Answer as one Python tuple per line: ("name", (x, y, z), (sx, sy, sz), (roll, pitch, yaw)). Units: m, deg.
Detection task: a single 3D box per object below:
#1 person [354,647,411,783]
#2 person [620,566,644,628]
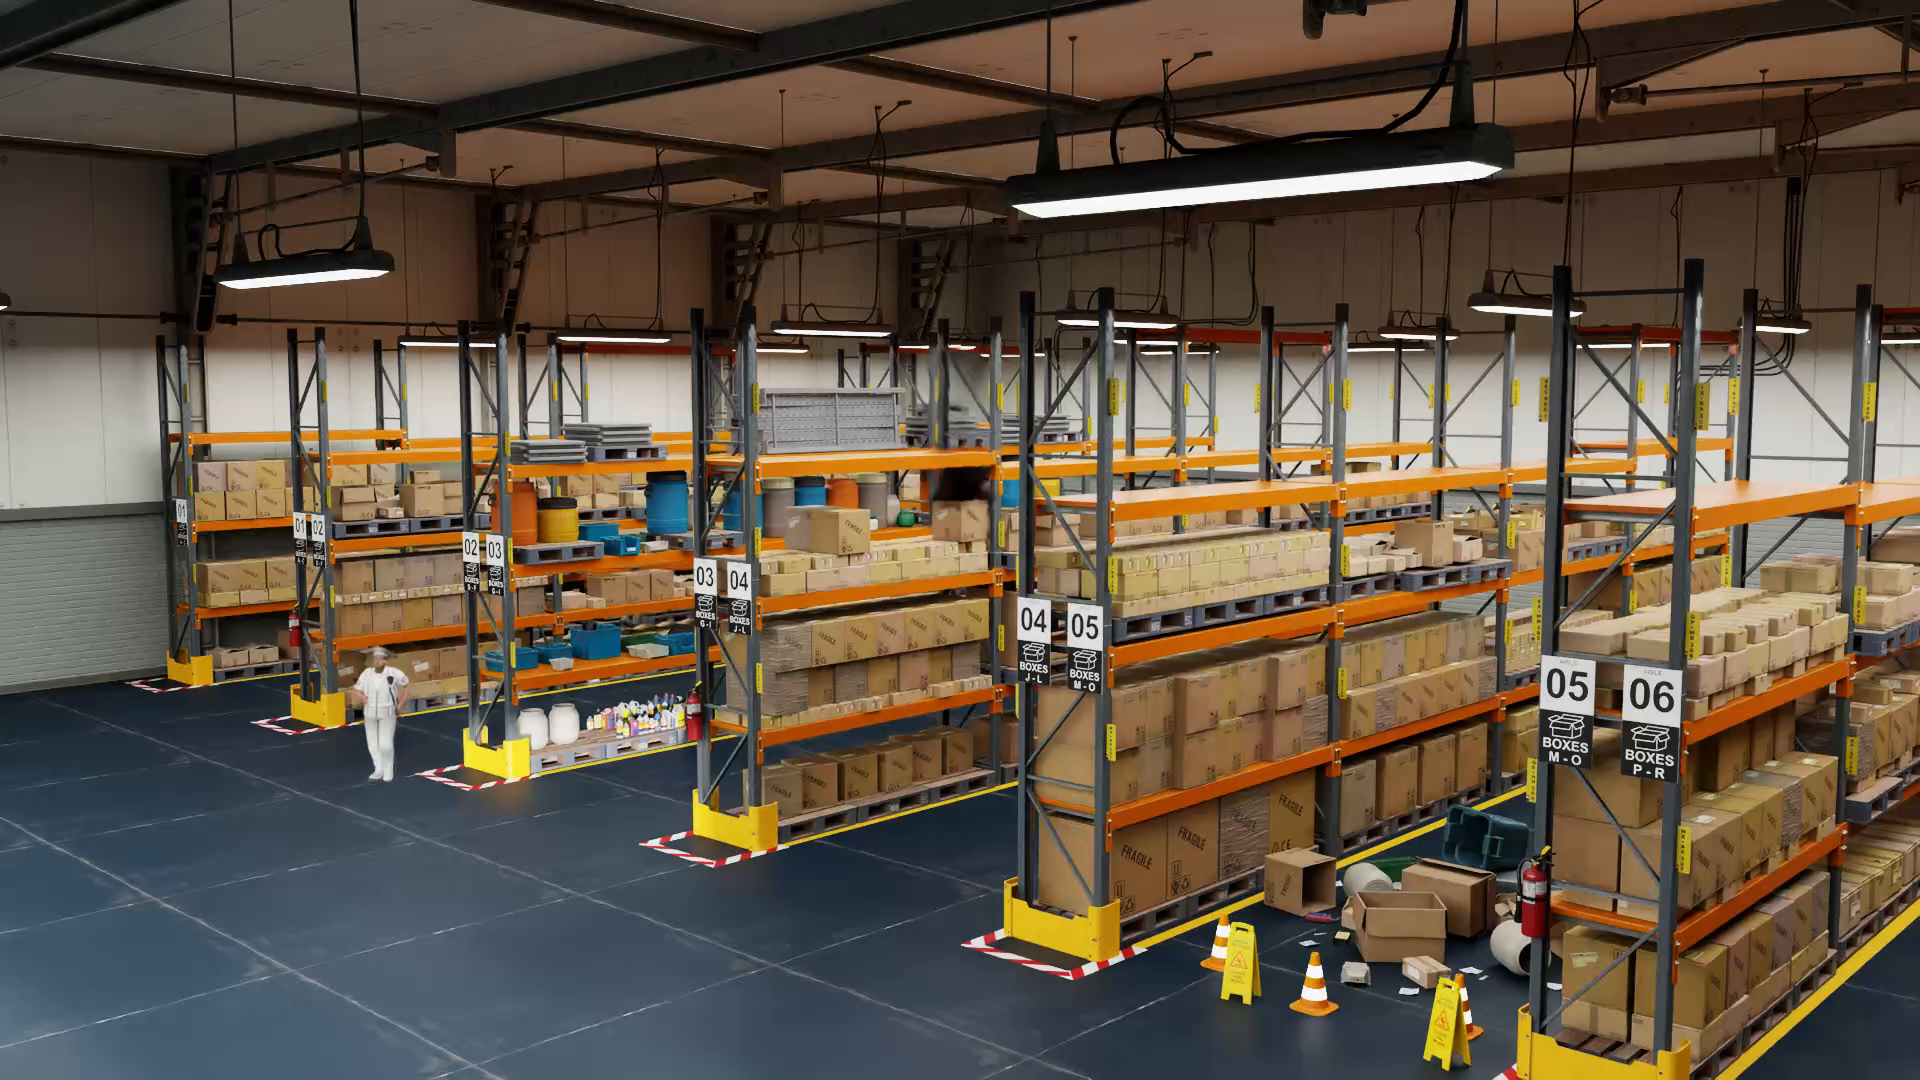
("person", (-7.493, 2.275, 21.513), (0.674, 1.798, 0.642), (0, 5, -4))
("person", (-6.479, 1.260, 32.952), (0.587, 1.621, 0.576), (5, 7, 41))
